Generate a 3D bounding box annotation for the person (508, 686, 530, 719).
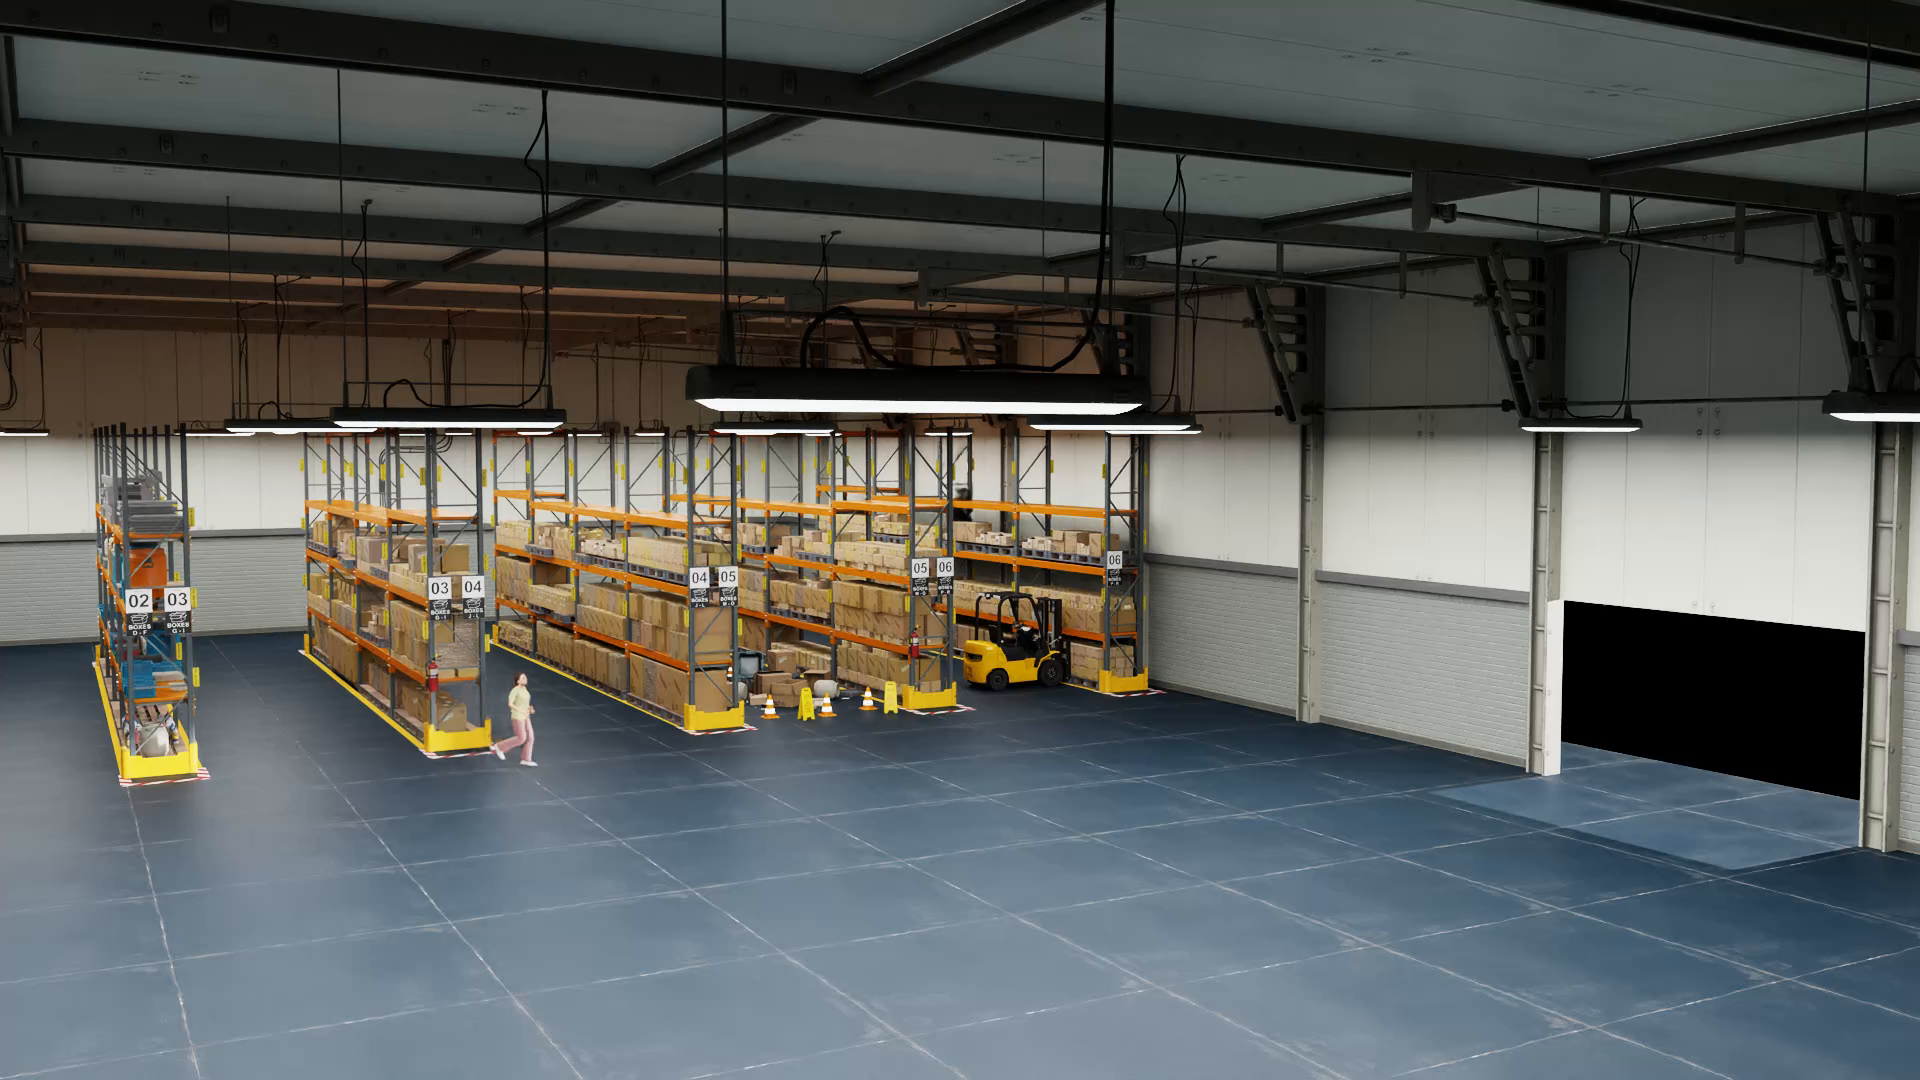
[{"bbox_3d":[-7.716,2.847,29.208,0.299,0.578,0.543,1,4,11],"label":"person"}]
